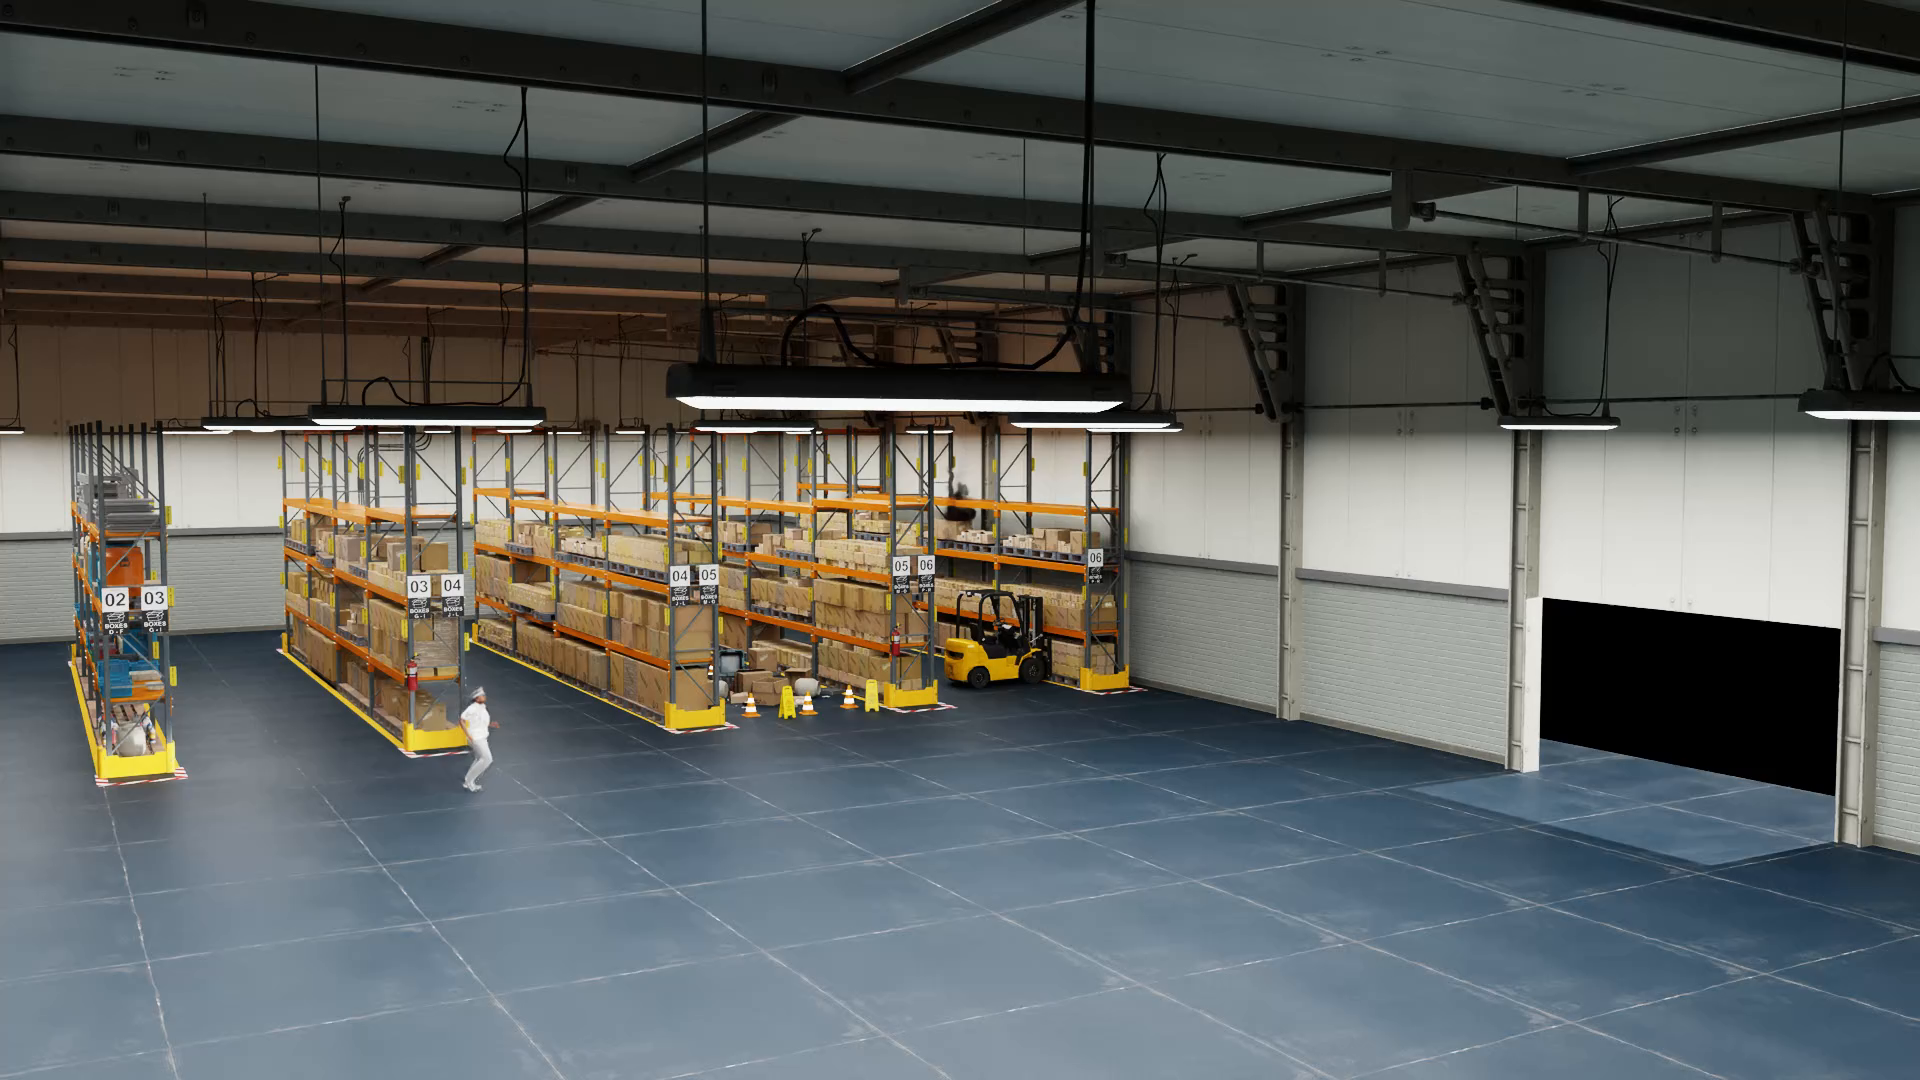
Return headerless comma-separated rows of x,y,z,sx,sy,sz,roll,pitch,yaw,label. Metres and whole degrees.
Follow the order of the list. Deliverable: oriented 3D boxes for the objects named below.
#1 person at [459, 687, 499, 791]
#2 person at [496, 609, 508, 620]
-7.761,3.212,26.907,0.578,1.680,0.600,0,4,5,person
-13.195,1.879,48.270,0.710,1.747,0.684,-3,4,-36,person
